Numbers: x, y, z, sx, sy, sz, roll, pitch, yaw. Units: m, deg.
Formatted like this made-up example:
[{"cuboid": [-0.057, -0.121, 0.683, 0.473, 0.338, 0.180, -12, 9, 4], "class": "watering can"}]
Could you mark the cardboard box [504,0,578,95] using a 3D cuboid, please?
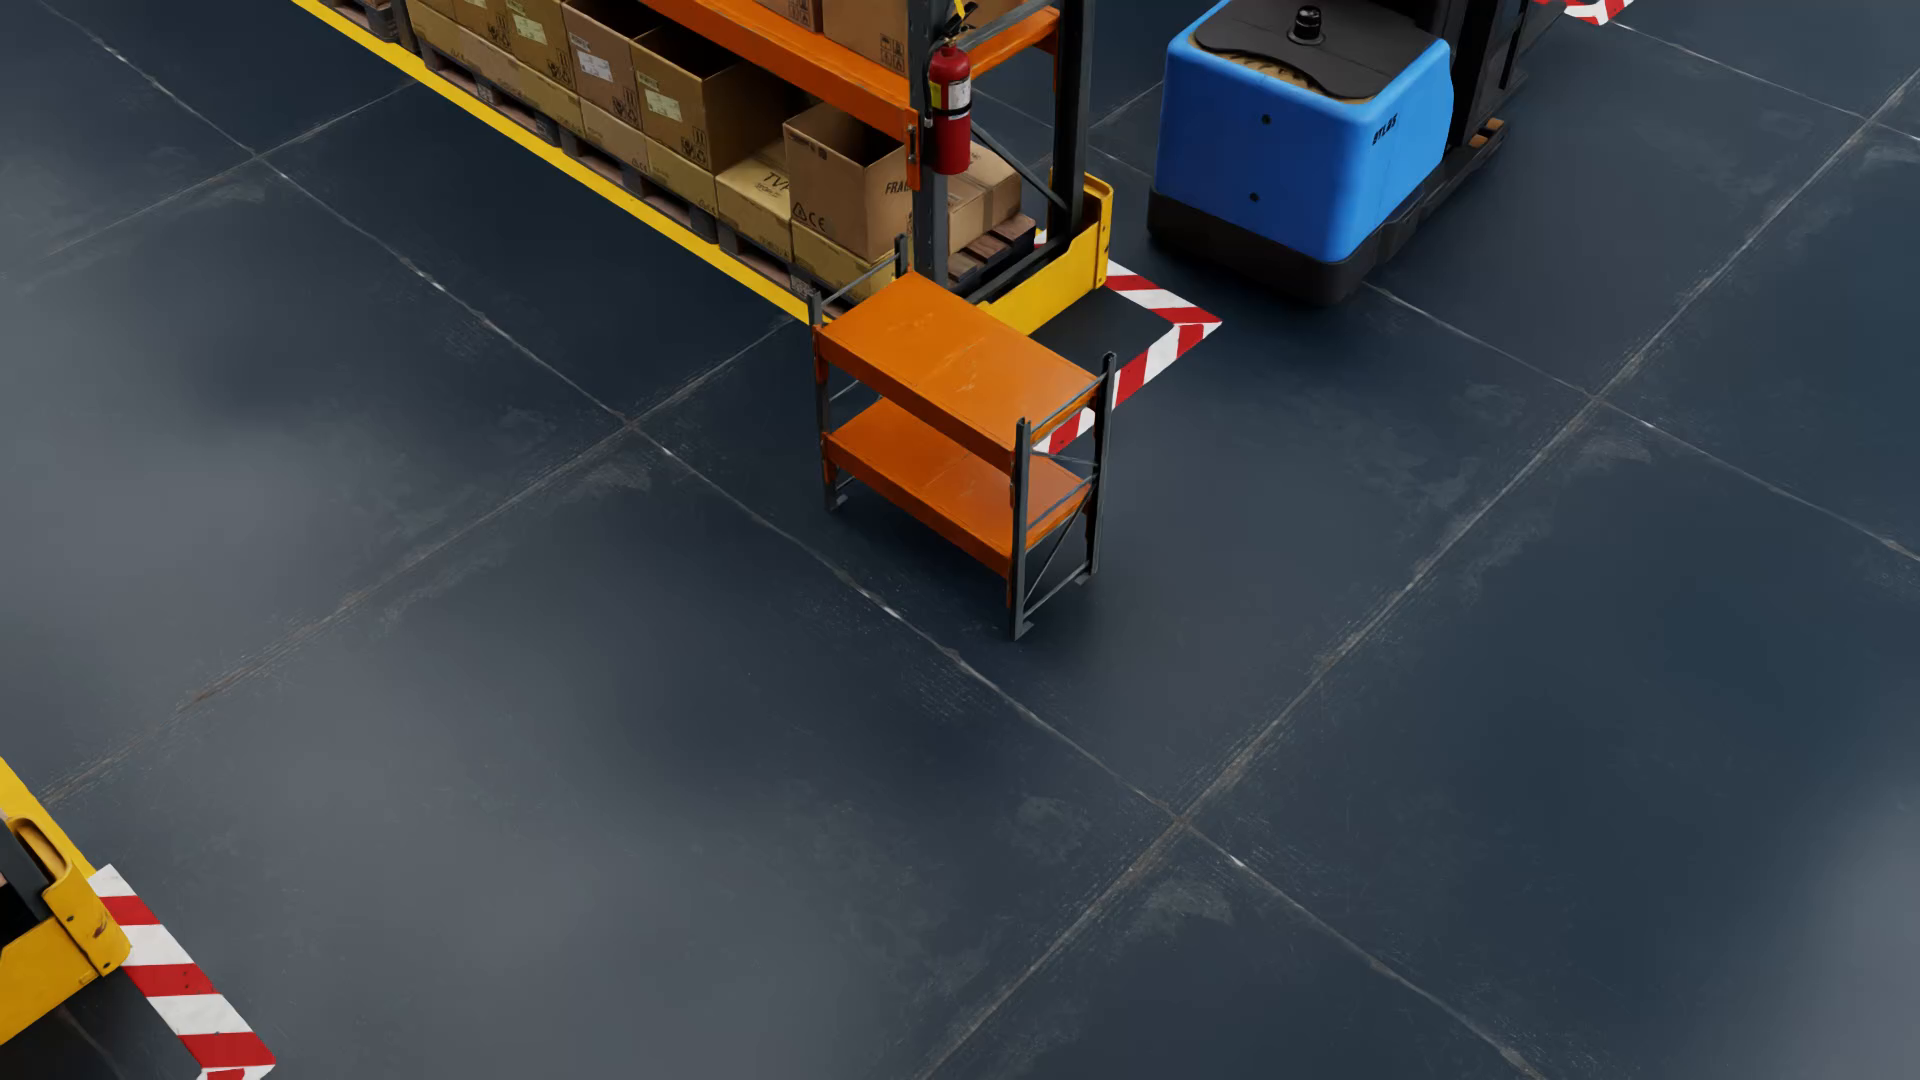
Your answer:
[{"cuboid": [-1.892, -2.606, 8.223, 0.500, 0.500, 0.500, 34, 55, 28], "class": "cardboard box"}]

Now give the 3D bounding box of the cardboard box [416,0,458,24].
[{"cuboid": [-2.627, -3.100, 8.687, 0.500, 0.500, 0.500, 34, 55, 28], "class": "cardboard box"}]

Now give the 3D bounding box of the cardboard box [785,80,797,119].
[{"cuboid": [-0.804, -2.390, 8.020, 0.500, 0.500, 0.500, 34, 55, 28], "class": "cardboard box"}]

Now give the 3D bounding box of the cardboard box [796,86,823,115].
[{"cuboid": [-0.428, -2.150, 7.795, 0.500, 0.500, 0.500, 34, 55, 28], "class": "cardboard box"}]

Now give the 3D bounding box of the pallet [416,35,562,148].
[{"cuboid": [-2.200, -2.668, 9.110, 1.213, 0.211, 1.003, 34, 55, 28], "class": "pallet"}]

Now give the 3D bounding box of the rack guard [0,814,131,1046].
[{"cuboid": [-3.229, 1.414, 5.080, 0.348, 0.500, 1.175, 34, 55, 28], "class": "rack guard"}]

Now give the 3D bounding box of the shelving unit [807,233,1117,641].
[{"cuboid": [-0.005, -0.388, 6.343, 1.048, 1.125, 0.538, 34, 55, 28], "class": "shelving unit"}]

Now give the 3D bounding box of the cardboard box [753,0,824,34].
[{"cuboid": [-0.540, -2.589, 7.055, 0.500, 0.500, 0.700, 35, 56, 29], "class": "cardboard box"}]

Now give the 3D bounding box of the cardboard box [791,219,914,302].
[{"cuboid": [-0.411, -1.370, 7.576, 0.500, 0.250, 0.500, 34, 55, 28], "class": "cardboard box"}]

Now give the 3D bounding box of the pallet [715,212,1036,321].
[{"cuboid": [-0.407, -1.461, 7.977, 1.213, 0.211, 1.003, 34, 55, 28], "class": "pallet"}]

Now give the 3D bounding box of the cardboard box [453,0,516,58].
[{"cuboid": [-2.254, -2.857, 8.459, 0.500, 0.500, 0.500, 34, 55, 28], "class": "cardboard box"}]

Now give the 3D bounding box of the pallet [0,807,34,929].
[{"cuboid": [-3.802, 1.092, 5.580, 1.213, 0.211, 1.003, 34, 55, 28], "class": "pallet"}]

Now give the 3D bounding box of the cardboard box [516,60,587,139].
[{"cuboid": [-1.893, -2.349, 8.496, 0.500, 0.250, 0.500, 34, 55, 28], "class": "cardboard box"}]

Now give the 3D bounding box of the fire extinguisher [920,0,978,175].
[{"cuboid": [-0.044, -1.726, 6.366, 0.183, 0.674, 0.296, 34, 55, 28], "class": "fire extinguisher"}]

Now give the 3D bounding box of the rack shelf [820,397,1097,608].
[{"cuboid": [-0.005, -0.221, 6.521, 1.000, 0.278, 0.538, 34, 55, 28], "class": "rack shelf"}]

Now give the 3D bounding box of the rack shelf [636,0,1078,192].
[{"cuboid": [-1.286, -2.803, 7.817, 4.000, 0.370, 1.077, 34, 55, 28], "class": "rack shelf"}]

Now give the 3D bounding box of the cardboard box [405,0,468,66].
[{"cuboid": [-2.620, -2.849, 8.965, 0.500, 0.250, 0.500, 34, 55, 28], "class": "cardboard box"}]

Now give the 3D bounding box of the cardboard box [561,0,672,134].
[{"cuboid": [-1.523, -2.360, 7.992, 0.500, 0.500, 0.500, 34, 55, 28], "class": "cardboard box"}]

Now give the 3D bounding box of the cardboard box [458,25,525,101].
[{"cuboid": [-2.256, -2.599, 8.731, 0.500, 0.250, 0.500, 34, 55, 28], "class": "cardboard box"}]

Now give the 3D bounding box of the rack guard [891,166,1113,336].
[{"cuboid": [0.201, -1.193, 7.527, 0.348, 0.500, 1.175, 34, 55, 28], "class": "rack guard"}]

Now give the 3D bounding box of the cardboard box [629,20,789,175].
[{"cuboid": [-1.157, -2.112, 7.759, 0.500, 0.500, 0.500, 34, 55, 28], "class": "cardboard box"}]

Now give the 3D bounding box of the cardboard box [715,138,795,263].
[{"cuboid": [-0.786, -1.610, 7.802, 0.500, 0.250, 0.500, 34, 55, 28], "class": "cardboard box"}]

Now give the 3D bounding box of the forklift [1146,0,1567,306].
[{"cuboid": [2.196, -3.111, 7.660, 1.130, 2.935, 3.031, 29, 53, 24], "class": "forklift"}]

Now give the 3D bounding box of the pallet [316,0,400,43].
[{"cuboid": [-3.323, -3.427, 9.823, 1.213, 0.211, 1.003, 34, 55, 28], "class": "pallet"}]

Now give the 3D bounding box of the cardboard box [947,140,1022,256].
[{"cuboid": [-0.059, -1.647, 7.837, 0.500, 0.250, 0.500, 34, 55, 28], "class": "cardboard box"}]

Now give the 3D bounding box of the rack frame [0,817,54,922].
[{"cuboid": [-3.173, 0.596, 4.133, 0.127, 3.000, 1.000, 34, 55, 28], "class": "rack frame"}]

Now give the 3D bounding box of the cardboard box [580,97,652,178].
[{"cuboid": [-1.521, -2.105, 8.267, 0.500, 0.250, 0.500, 34, 55, 28], "class": "cardboard box"}]

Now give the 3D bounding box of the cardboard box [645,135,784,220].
[{"cuboid": [-1.155, -1.857, 8.034, 0.500, 0.250, 0.500, 34, 55, 28], "class": "cardboard box"}]

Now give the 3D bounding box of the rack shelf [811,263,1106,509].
[{"cuboid": [-0.005, -0.589, 6.130, 1.000, 0.278, 0.538, 34, 55, 28], "class": "rack shelf"}]

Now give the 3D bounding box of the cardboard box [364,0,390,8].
[{"cuboid": [-3.257, -3.290, 9.380, 0.500, 0.250, 0.500, 33, 55, 27], "class": "cardboard box"}]

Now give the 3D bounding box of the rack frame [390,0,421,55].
[{"cuboid": [-2.756, -4.038, 8.484, 0.127, 3.000, 1.000, 34, 55, 28], "class": "rack frame"}]

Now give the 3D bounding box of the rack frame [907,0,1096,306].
[{"cuboid": [0.184, -2.060, 6.627, 0.127, 3.000, 1.000, 34, 55, 28], "class": "rack frame"}]

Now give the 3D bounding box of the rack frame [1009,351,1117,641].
[{"cuboid": [0.369, -0.137, 6.107, 0.032, 1.125, 0.500, 34, 55, 28], "class": "rack frame"}]

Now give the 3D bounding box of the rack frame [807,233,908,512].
[{"cuboid": [-0.379, -0.640, 6.579, 0.032, 1.125, 0.500, 34, 55, 28], "class": "rack frame"}]

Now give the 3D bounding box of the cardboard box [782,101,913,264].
[{"cuboid": [-0.412, -1.625, 7.302, 0.500, 0.500, 0.500, 34, 55, 28], "class": "cardboard box"}]

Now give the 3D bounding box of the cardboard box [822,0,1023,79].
[{"cuboid": [-0.151, -2.332, 6.813, 0.500, 0.500, 0.700, 34, 55, 28], "class": "cardboard box"}]

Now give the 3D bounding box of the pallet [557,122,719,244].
[{"cuboid": [-1.299, -2.065, 8.544, 1.213, 0.211, 1.003, 34, 55, 28], "class": "pallet"}]
